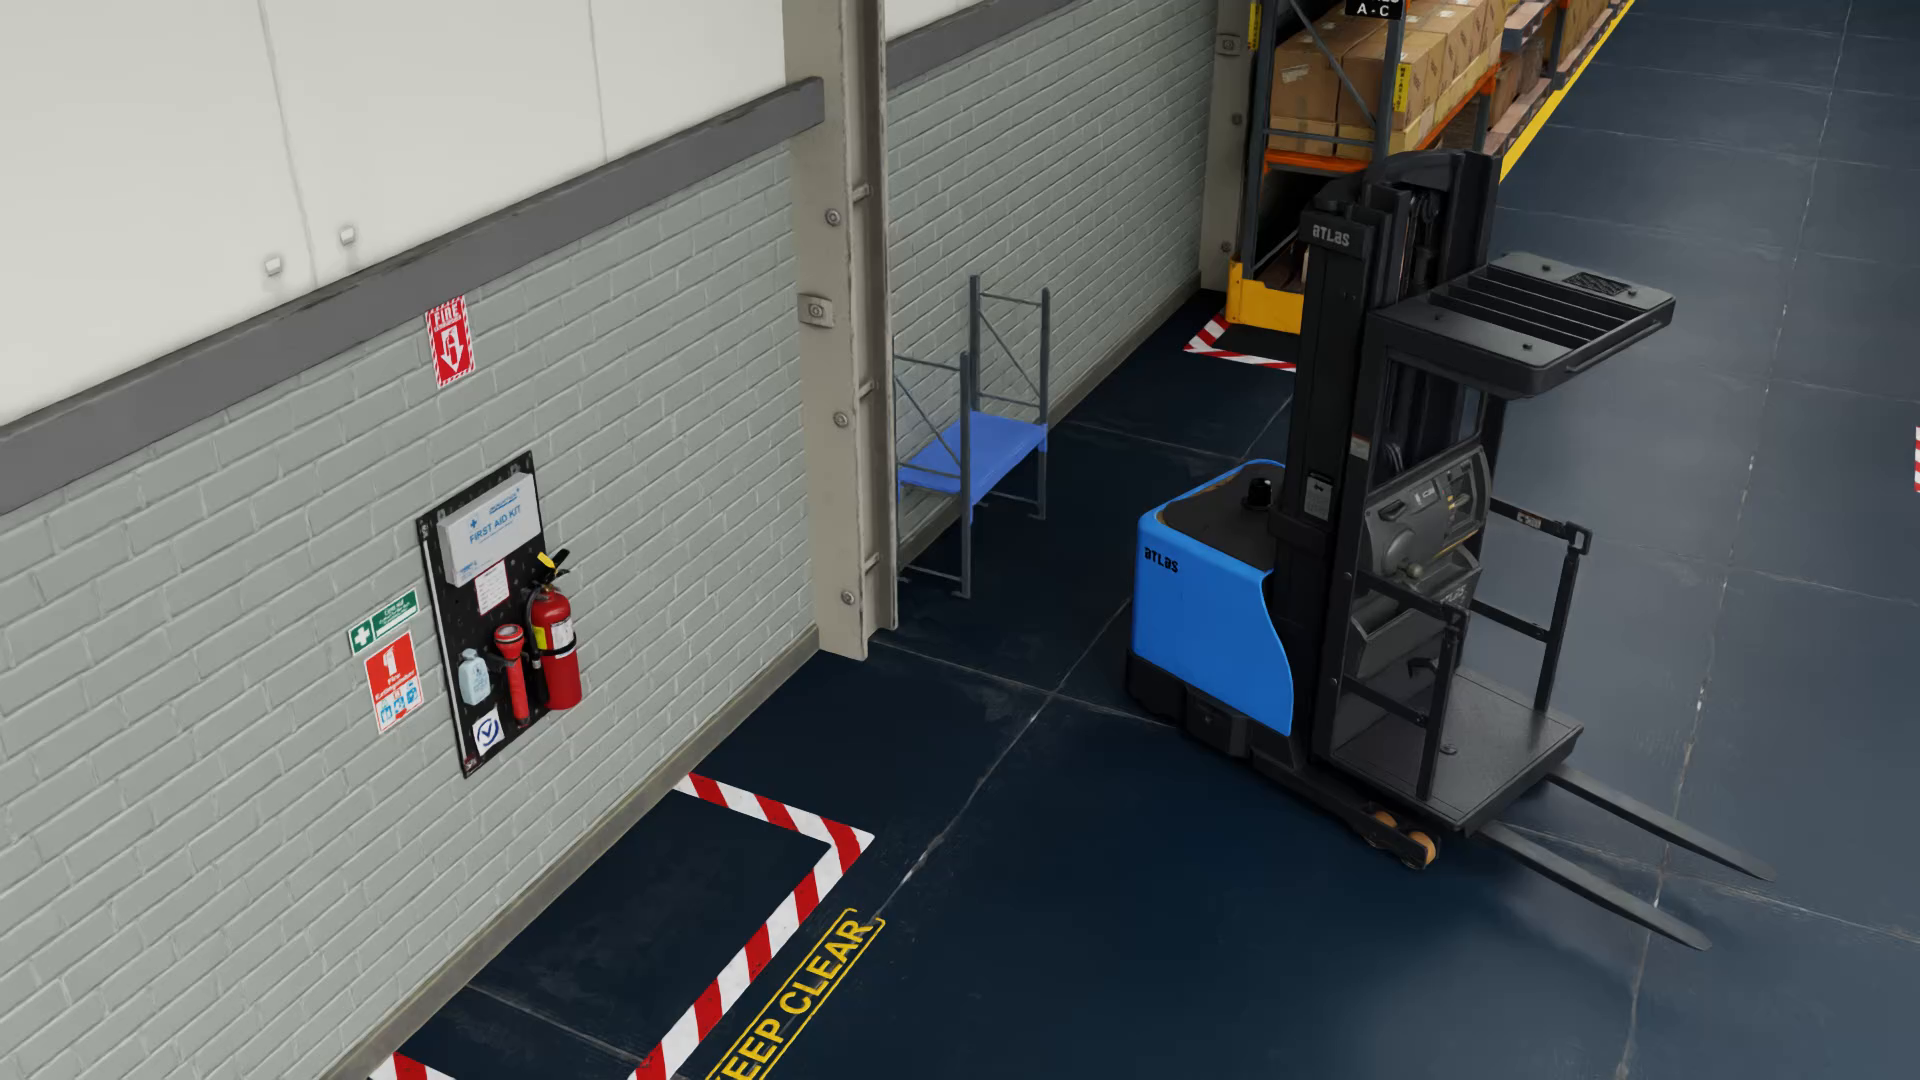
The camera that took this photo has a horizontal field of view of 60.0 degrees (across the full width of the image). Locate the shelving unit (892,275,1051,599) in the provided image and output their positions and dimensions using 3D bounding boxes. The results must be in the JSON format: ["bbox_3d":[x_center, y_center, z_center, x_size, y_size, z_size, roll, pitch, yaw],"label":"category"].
[{"bbox_3d":[0.061,-0.605,9.549,0.538,1.500,1.048,14,33,23],"label":"shelving unit"}]

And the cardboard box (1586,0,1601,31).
[{"bbox_3d":[7.502,-6.784,20.578,0.750,0.750,0.750,15,33,25],"label":"cardboard box"}]

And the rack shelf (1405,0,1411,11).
[{"bbox_3d":[3.530,-4.802,13.100,1.077,0.370,4.000,14,33,23],"label":"rack shelf"}]

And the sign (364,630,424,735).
[{"bbox_3d":[-2.069,0.520,6.087,0.001,0.329,0.234,14,33,23],"label":"sign"}]

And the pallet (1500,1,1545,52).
[{"bbox_3d":[4.918,-4.922,15.792,1.003,0.211,1.213,14,33,23],"label":"pallet"}]

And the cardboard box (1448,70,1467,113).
[{"bbox_3d":[3.817,-3.696,13.594,0.500,0.250,0.500,15,33,24],"label":"cardboard box"}]

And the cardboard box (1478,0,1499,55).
[{"bbox_3d":[4.278,-4.466,14.183,0.500,0.500,0.500,14,33,23],"label":"cardboard box"}]

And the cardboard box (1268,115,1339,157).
[{"bbox_3d":[2.659,-3.121,12.594,0.500,0.250,0.500,15,33,24],"label":"cardboard box"}]

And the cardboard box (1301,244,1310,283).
[{"bbox_3d":[3.014,-2.237,13.183,0.500,0.311,0.500,11,32,18],"label":"cardboard box"}]

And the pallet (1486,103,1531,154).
[{"bbox_3d":[5.349,-4.379,17.453,1.003,0.211,1.213,14,33,23],"label":"pallet"}]

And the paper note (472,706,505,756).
[{"bbox_3d":[-1.868,0.759,6.592,0.016,0.148,0.142,14,33,23],"label":"paper note"}]

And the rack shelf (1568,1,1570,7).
[{"bbox_3d":[7.174,-7.047,20.023,1.077,0.370,4.000,14,33,23],"label":"rack shelf"}]

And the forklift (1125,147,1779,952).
[{"bbox_3d":[2.222,-0.084,7.243,1.130,2.935,3.031,-25,38,-36],"label":"forklift"}]

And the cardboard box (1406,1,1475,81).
[{"bbox_3d":[3.803,-4.015,13.397,0.500,0.500,0.500,15,33,25],"label":"cardboard box"}]

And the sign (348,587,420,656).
[{"bbox_3d":[-2.059,0.290,5.955,0.001,0.109,0.331,14,33,23],"label":"sign"}]

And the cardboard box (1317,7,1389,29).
[{"bbox_3d":[3.114,-3.903,13.203,0.500,0.500,0.500,13,32,22],"label":"cardboard box"}]

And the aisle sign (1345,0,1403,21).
[{"bbox_3d":[2.853,-3.954,11.303,0.394,0.787,0.004,14,33,23],"label":"aisle sign"}]

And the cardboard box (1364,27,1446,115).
[{"bbox_3d":[3.338,-3.555,12.597,0.500,0.500,0.500,14,33,23],"label":"cardboard box"}]

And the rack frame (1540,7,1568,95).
[{"bbox_3d":[6.263,-6.473,18.300,1.000,3.000,0.127,14,33,23],"label":"rack frame"}]

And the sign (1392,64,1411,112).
[{"bbox_3d":[3.102,-3.179,11.694,0.100,0.325,0.005,14,33,23],"label":"sign"}]

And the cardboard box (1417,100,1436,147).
[{"bbox_3d":[3.347,-3.248,12.814,0.500,0.250,0.500,13,32,22],"label":"cardboard box"}]

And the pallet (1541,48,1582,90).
[{"bbox_3d":[6.689,-5.596,19.573,1.003,0.211,1.213,14,33,23],"label":"pallet"}]

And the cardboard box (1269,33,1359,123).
[{"bbox_3d":[2.644,-3.452,12.418,0.500,0.500,0.500,14,33,23],"label":"cardboard box"}]

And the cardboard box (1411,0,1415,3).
[{"bbox_3d":[3.570,-4.359,13.997,0.500,0.500,0.500,15,33,25],"label":"cardboard box"}]

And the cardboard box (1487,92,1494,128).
[{"bbox_3d":[4.952,-4.377,16.718,0.700,0.500,0.500,14,33,22],"label":"cardboard box"}]

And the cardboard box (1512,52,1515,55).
[{"bbox_3d":[5.666,-5.335,17.634,0.500,0.250,0.500,15,33,24],"label":"cardboard box"}]

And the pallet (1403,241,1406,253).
[{"bbox_3d":[3.612,-2.642,14.429,1.003,0.211,1.213,14,33,23],"label":"pallet"}]

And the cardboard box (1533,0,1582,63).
[{"bbox_3d":[6.715,-6.019,19.247,0.750,0.750,0.750,14,33,23],"label":"cardboard box"}]

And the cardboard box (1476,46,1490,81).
[{"bbox_3d":[4.260,-4.145,14.378,0.500,0.250,0.500,14,33,23],"label":"cardboard box"}]

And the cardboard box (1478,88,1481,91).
[{"bbox_3d":[4.959,-4.658,16.454,0.500,0.250,0.500,14,33,22],"label":"cardboard box"}]

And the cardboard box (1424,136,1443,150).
[{"bbox_3d":[4.003,-3.337,14.908,0.500,0.500,0.500,12,32,20],"label":"cardboard box"}]

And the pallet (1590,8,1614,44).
[{"bbox_3d":[7.801,-6.678,21.457,1.003,0.211,1.213,14,33,23],"label":"pallet"}]

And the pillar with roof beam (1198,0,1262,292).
[{"bbox_3d":[6.000,-5.058,9.812,9.100,9.000,0.400,14,33,23],"label":"pillar with roof beam"}]

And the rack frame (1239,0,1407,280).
[{"bbox_3d":[2.618,-2.926,12.124,1.000,3.000,0.127,14,33,23],"label":"rack frame"}]

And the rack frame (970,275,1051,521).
[{"bbox_3d":[0.293,-0.832,9.940,0.500,1.500,0.032,14,33,23],"label":"rack frame"}]

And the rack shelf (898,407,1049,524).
[{"bbox_3d":[0.062,-0.449,9.638,0.538,0.185,1.000,14,33,23],"label":"rack shelf"}]

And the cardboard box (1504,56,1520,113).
[{"bbox_3d":[5.442,-4.820,17.490,0.700,0.500,0.500,14,33,23],"label":"cardboard box"}]

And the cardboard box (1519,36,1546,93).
[{"bbox_3d":[5.981,-5.249,18.236,0.700,0.500,0.500,15,33,24],"label":"cardboard box"}]
